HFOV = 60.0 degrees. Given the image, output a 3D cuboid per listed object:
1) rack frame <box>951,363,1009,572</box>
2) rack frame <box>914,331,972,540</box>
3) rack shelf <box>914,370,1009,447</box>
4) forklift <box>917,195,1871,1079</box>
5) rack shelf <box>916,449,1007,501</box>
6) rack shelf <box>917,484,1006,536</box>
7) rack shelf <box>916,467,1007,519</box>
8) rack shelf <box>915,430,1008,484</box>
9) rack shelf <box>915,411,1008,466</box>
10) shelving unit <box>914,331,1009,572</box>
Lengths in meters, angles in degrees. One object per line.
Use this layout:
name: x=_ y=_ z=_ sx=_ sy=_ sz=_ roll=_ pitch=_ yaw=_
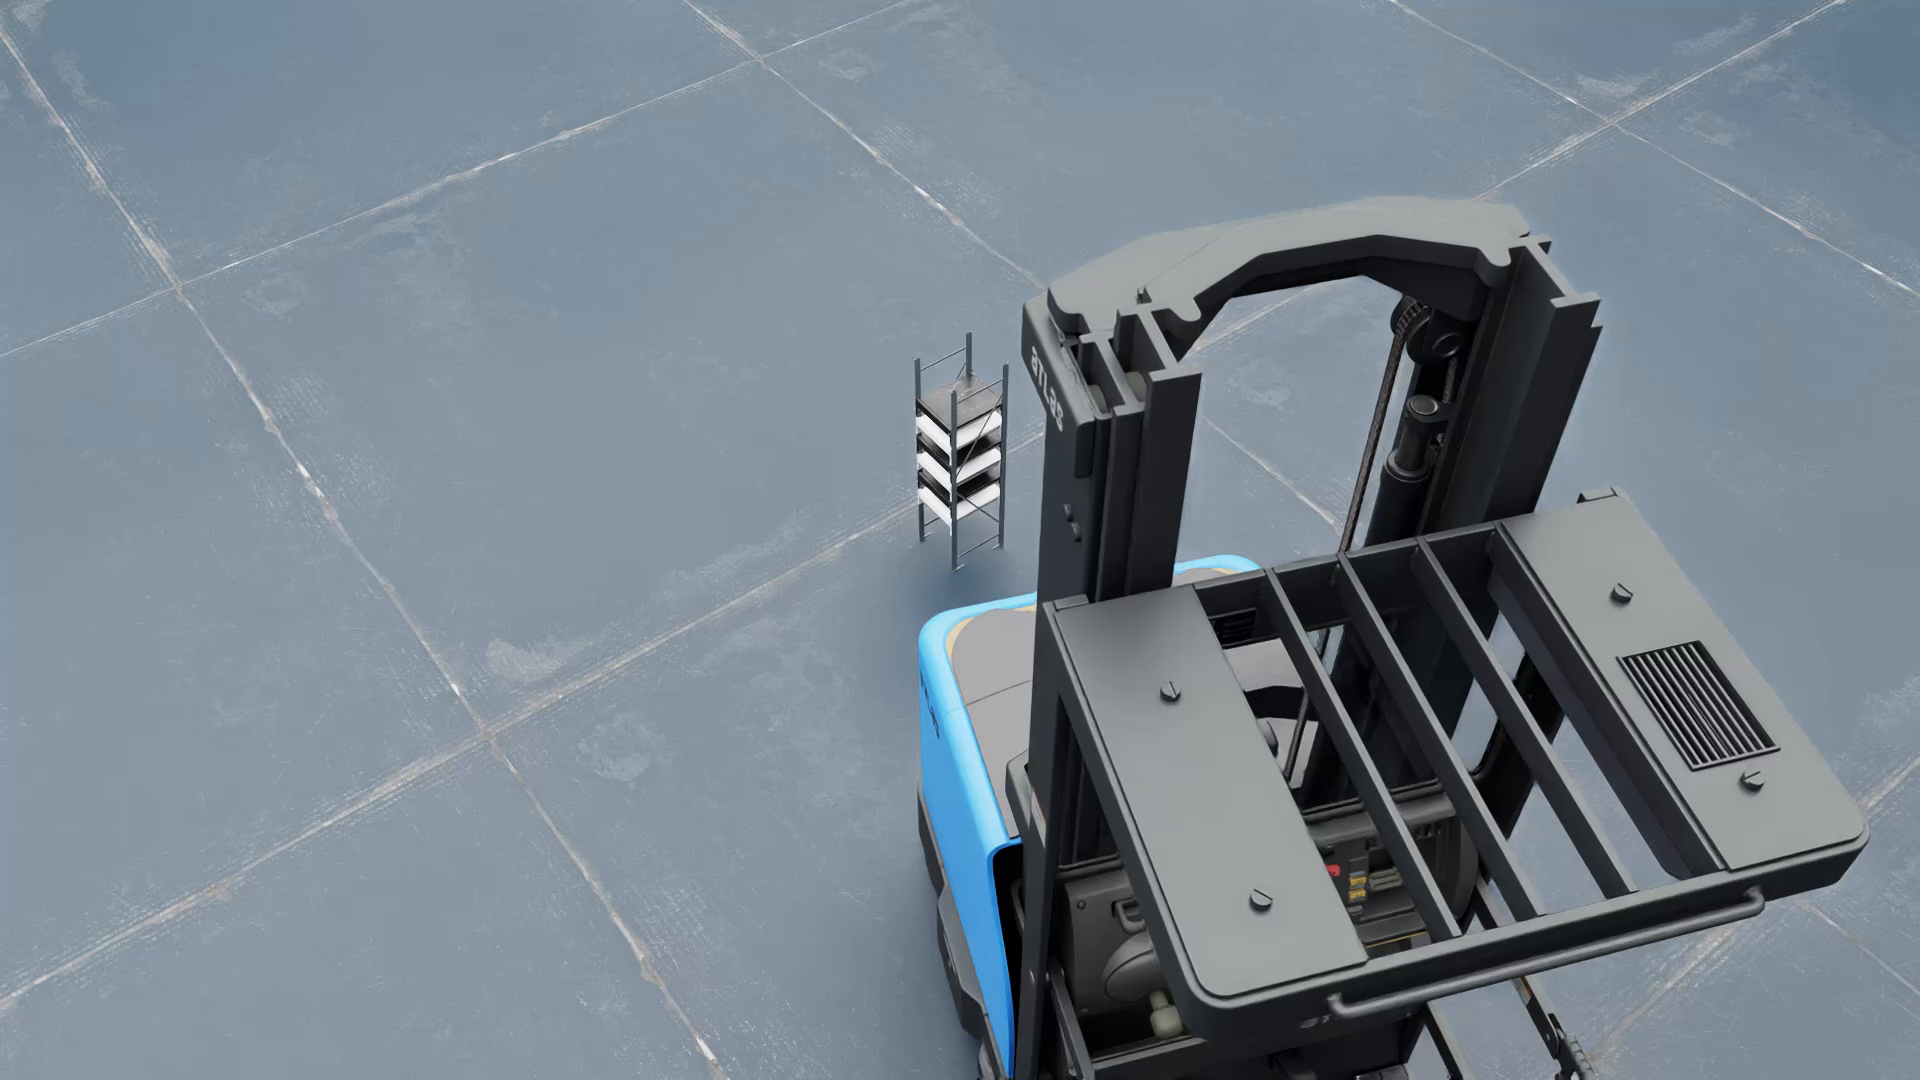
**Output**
rack frame: x=0.066 y=-0.237 z=5.858 sx=0.240 sy=0.900 sz=0.006 roll=-29 pitch=54 yaw=-24
rack frame: x=-0.057 y=-0.357 z=5.967 sx=0.240 sy=0.900 sz=0.006 roll=-29 pitch=54 yaw=-24
rack shelf: x=0.005 y=-0.456 z=5.737 sx=0.258 sy=0.077 sz=0.200 roll=-29 pitch=54 yaw=-24
forklift: x=0.740 y=0.912 z=3.445 sx=1.130 sy=2.935 sz=3.031 roll=-11 pitch=49 yaw=-10
rack shelf: x=0.005 y=-0.275 z=5.937 sx=0.258 sy=0.077 sz=0.200 roll=-29 pitch=54 yaw=-24
rack shelf: x=0.005 y=-0.154 z=6.070 sx=0.258 sy=0.077 sz=0.200 roll=-29 pitch=54 yaw=-24
rack shelf: x=0.005 y=-0.215 z=6.004 sx=0.258 sy=0.077 sz=0.200 roll=-29 pitch=54 yaw=-24
rack shelf: x=0.005 y=-0.336 z=5.870 sx=0.258 sy=0.077 sz=0.200 roll=-29 pitch=54 yaw=-24
rack shelf: x=0.005 y=-0.396 z=5.804 sx=0.258 sy=0.077 sz=0.200 roll=-29 pitch=54 yaw=-24
shelving unit: x=0.005 y=-0.297 z=5.912 sx=0.258 sy=0.900 sz=0.210 roll=-29 pitch=54 yaw=-24
